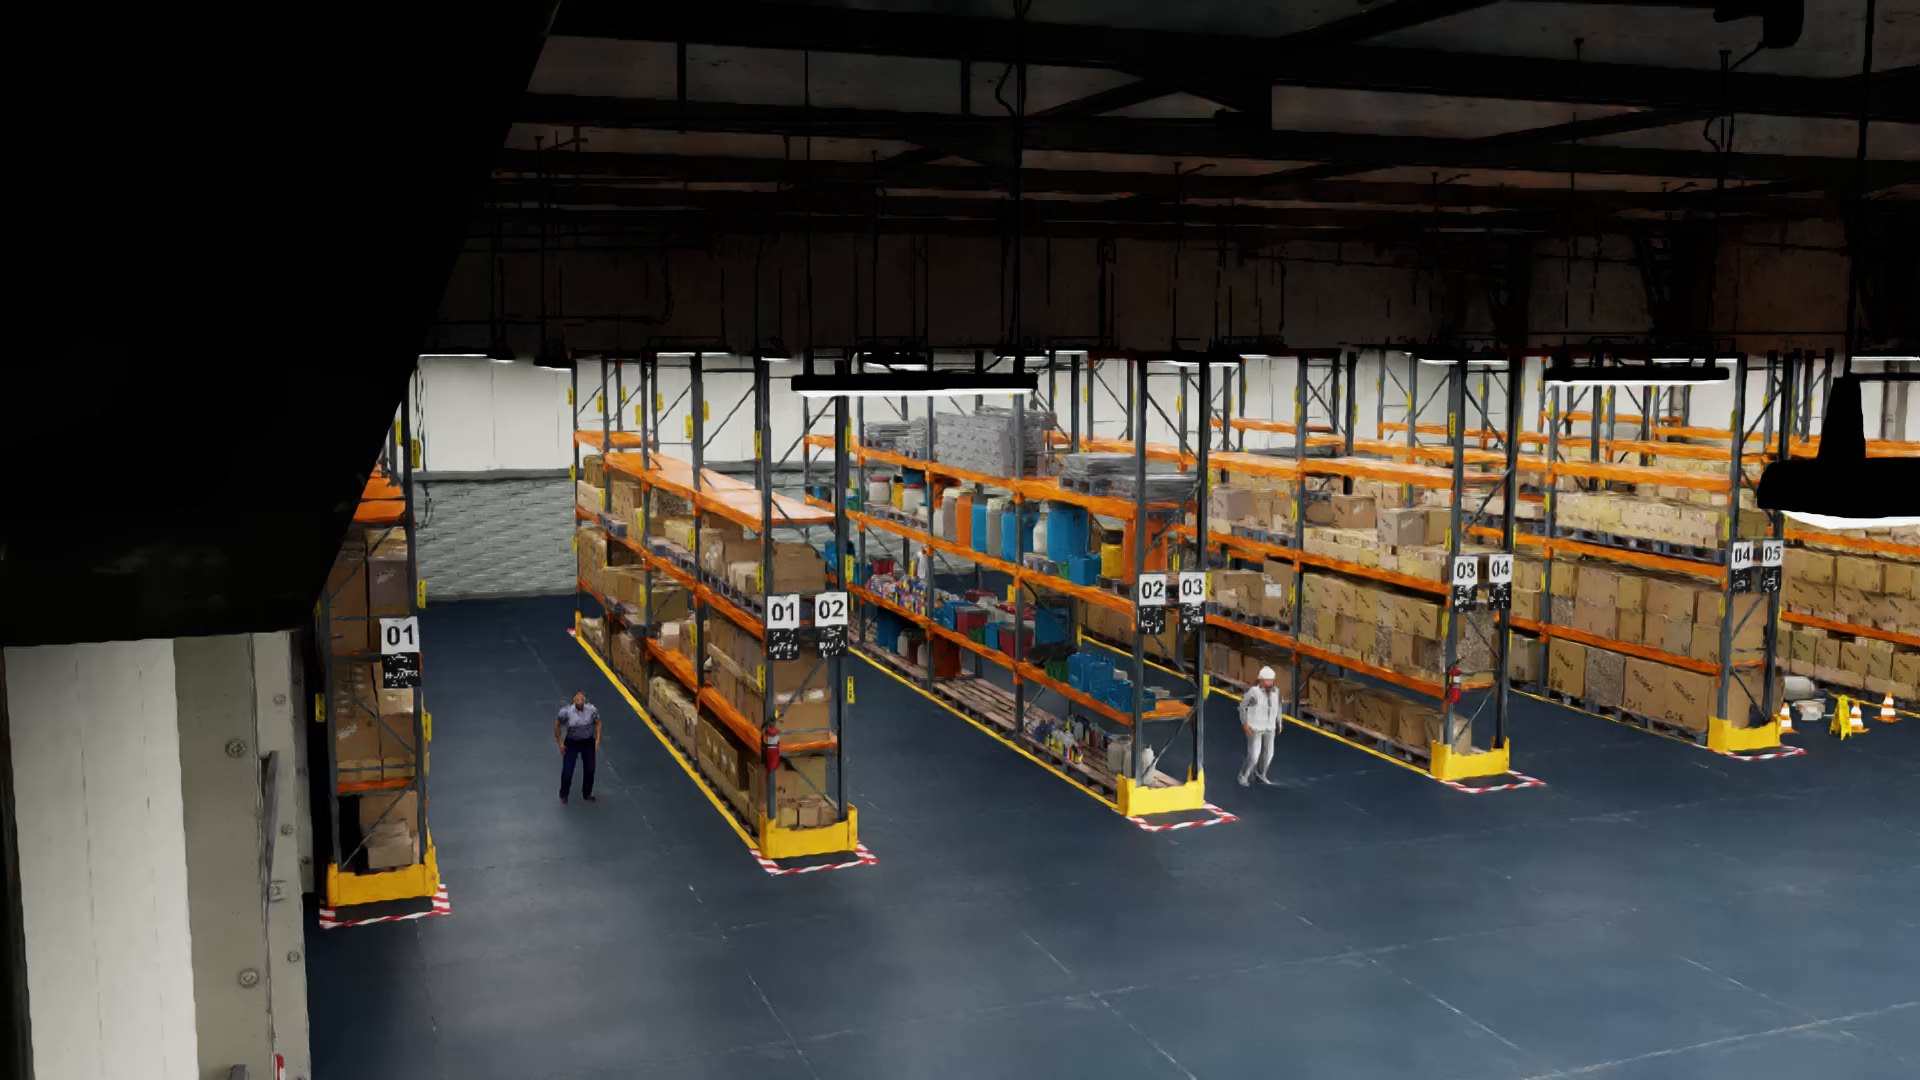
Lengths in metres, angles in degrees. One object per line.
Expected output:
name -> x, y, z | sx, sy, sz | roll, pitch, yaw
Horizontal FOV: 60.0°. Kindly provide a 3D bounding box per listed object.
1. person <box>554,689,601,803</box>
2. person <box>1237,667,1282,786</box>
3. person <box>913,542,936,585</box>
person -> -5.154, 2.765, 22.455 | 0.625, 1.596, 0.517 | -3, 8, -22
person -> 4.206, 2.600, 23.247 | 0.677, 1.726, 0.574 | -3, 8, -22
person -> -0.785, 0.822, 37.360 | 0.553, 1.707, 1.105 | -2, 8, -19
